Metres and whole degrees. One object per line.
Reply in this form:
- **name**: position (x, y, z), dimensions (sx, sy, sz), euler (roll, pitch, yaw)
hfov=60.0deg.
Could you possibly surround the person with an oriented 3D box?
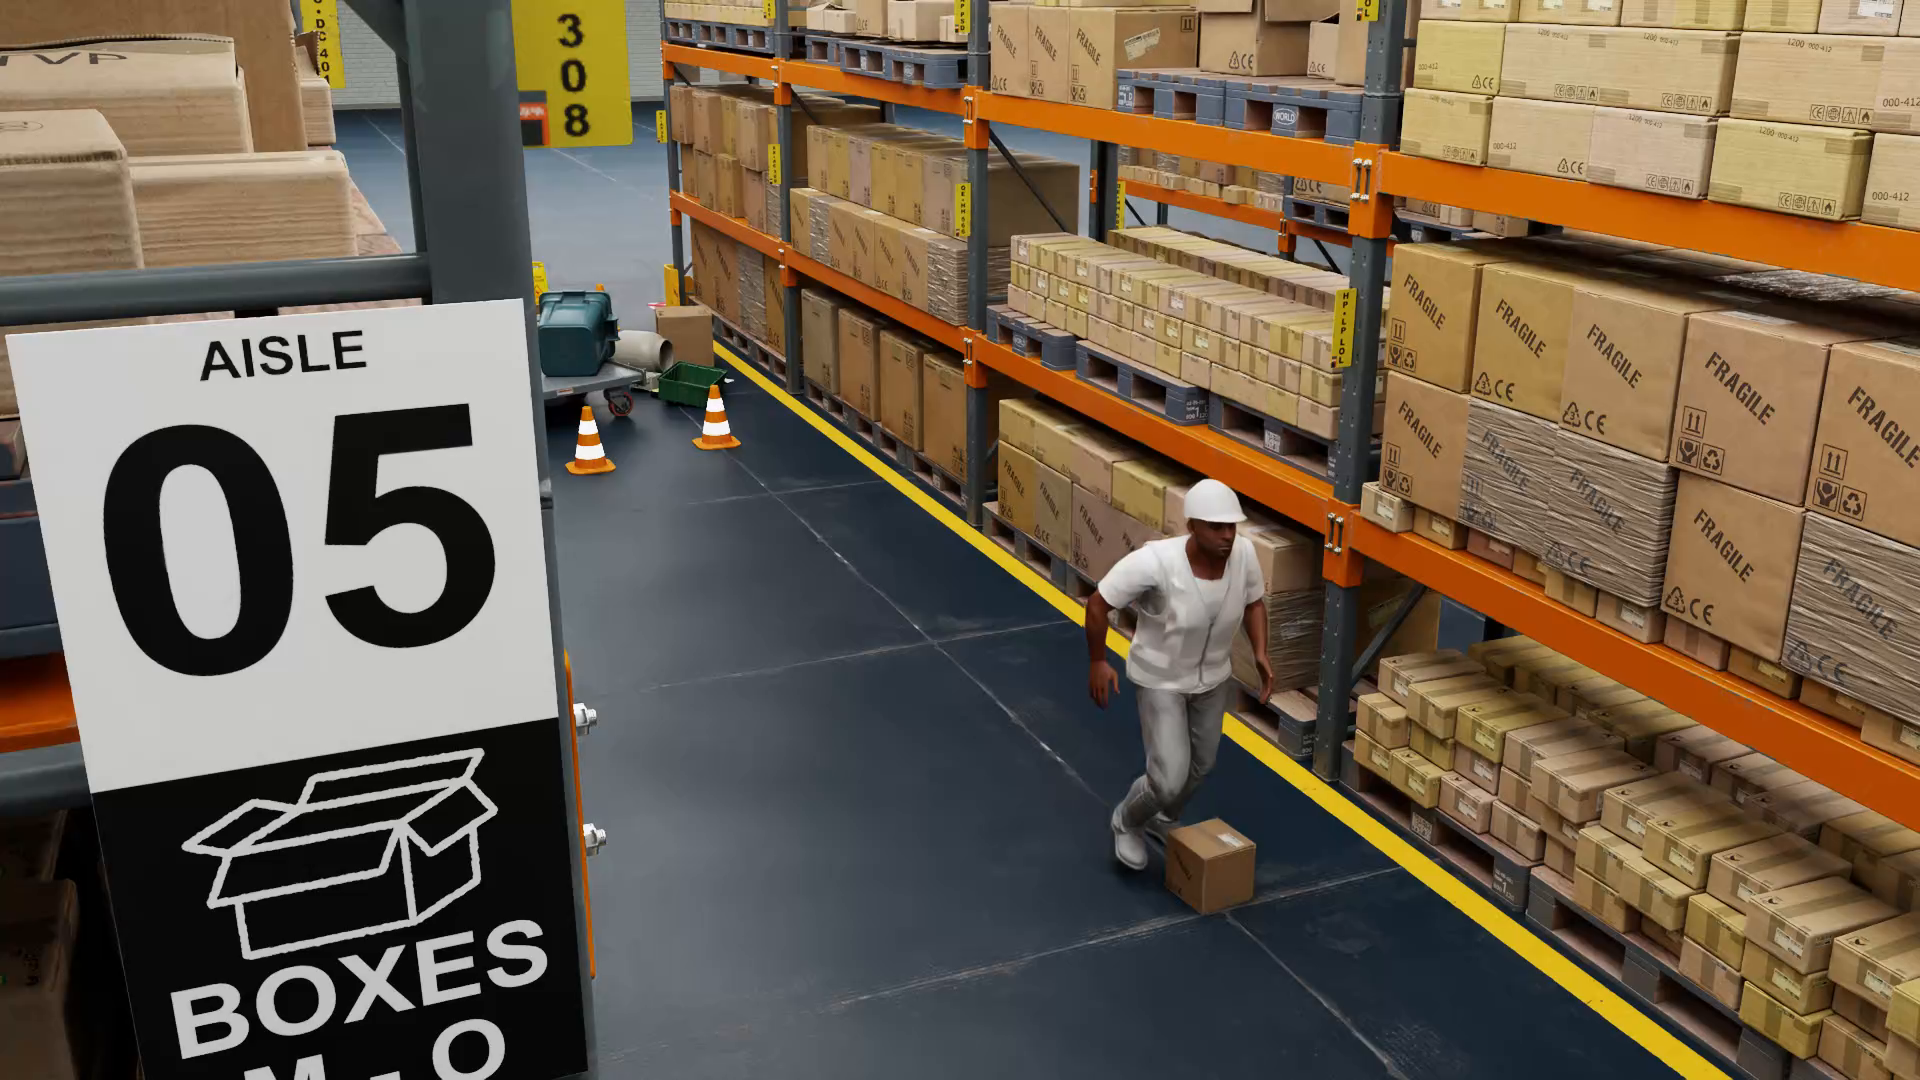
- **person**: position (0.859, 0.540, 6.550), dimensions (0.726, 1.687, 0.670), euler (-9, 21, -26)
